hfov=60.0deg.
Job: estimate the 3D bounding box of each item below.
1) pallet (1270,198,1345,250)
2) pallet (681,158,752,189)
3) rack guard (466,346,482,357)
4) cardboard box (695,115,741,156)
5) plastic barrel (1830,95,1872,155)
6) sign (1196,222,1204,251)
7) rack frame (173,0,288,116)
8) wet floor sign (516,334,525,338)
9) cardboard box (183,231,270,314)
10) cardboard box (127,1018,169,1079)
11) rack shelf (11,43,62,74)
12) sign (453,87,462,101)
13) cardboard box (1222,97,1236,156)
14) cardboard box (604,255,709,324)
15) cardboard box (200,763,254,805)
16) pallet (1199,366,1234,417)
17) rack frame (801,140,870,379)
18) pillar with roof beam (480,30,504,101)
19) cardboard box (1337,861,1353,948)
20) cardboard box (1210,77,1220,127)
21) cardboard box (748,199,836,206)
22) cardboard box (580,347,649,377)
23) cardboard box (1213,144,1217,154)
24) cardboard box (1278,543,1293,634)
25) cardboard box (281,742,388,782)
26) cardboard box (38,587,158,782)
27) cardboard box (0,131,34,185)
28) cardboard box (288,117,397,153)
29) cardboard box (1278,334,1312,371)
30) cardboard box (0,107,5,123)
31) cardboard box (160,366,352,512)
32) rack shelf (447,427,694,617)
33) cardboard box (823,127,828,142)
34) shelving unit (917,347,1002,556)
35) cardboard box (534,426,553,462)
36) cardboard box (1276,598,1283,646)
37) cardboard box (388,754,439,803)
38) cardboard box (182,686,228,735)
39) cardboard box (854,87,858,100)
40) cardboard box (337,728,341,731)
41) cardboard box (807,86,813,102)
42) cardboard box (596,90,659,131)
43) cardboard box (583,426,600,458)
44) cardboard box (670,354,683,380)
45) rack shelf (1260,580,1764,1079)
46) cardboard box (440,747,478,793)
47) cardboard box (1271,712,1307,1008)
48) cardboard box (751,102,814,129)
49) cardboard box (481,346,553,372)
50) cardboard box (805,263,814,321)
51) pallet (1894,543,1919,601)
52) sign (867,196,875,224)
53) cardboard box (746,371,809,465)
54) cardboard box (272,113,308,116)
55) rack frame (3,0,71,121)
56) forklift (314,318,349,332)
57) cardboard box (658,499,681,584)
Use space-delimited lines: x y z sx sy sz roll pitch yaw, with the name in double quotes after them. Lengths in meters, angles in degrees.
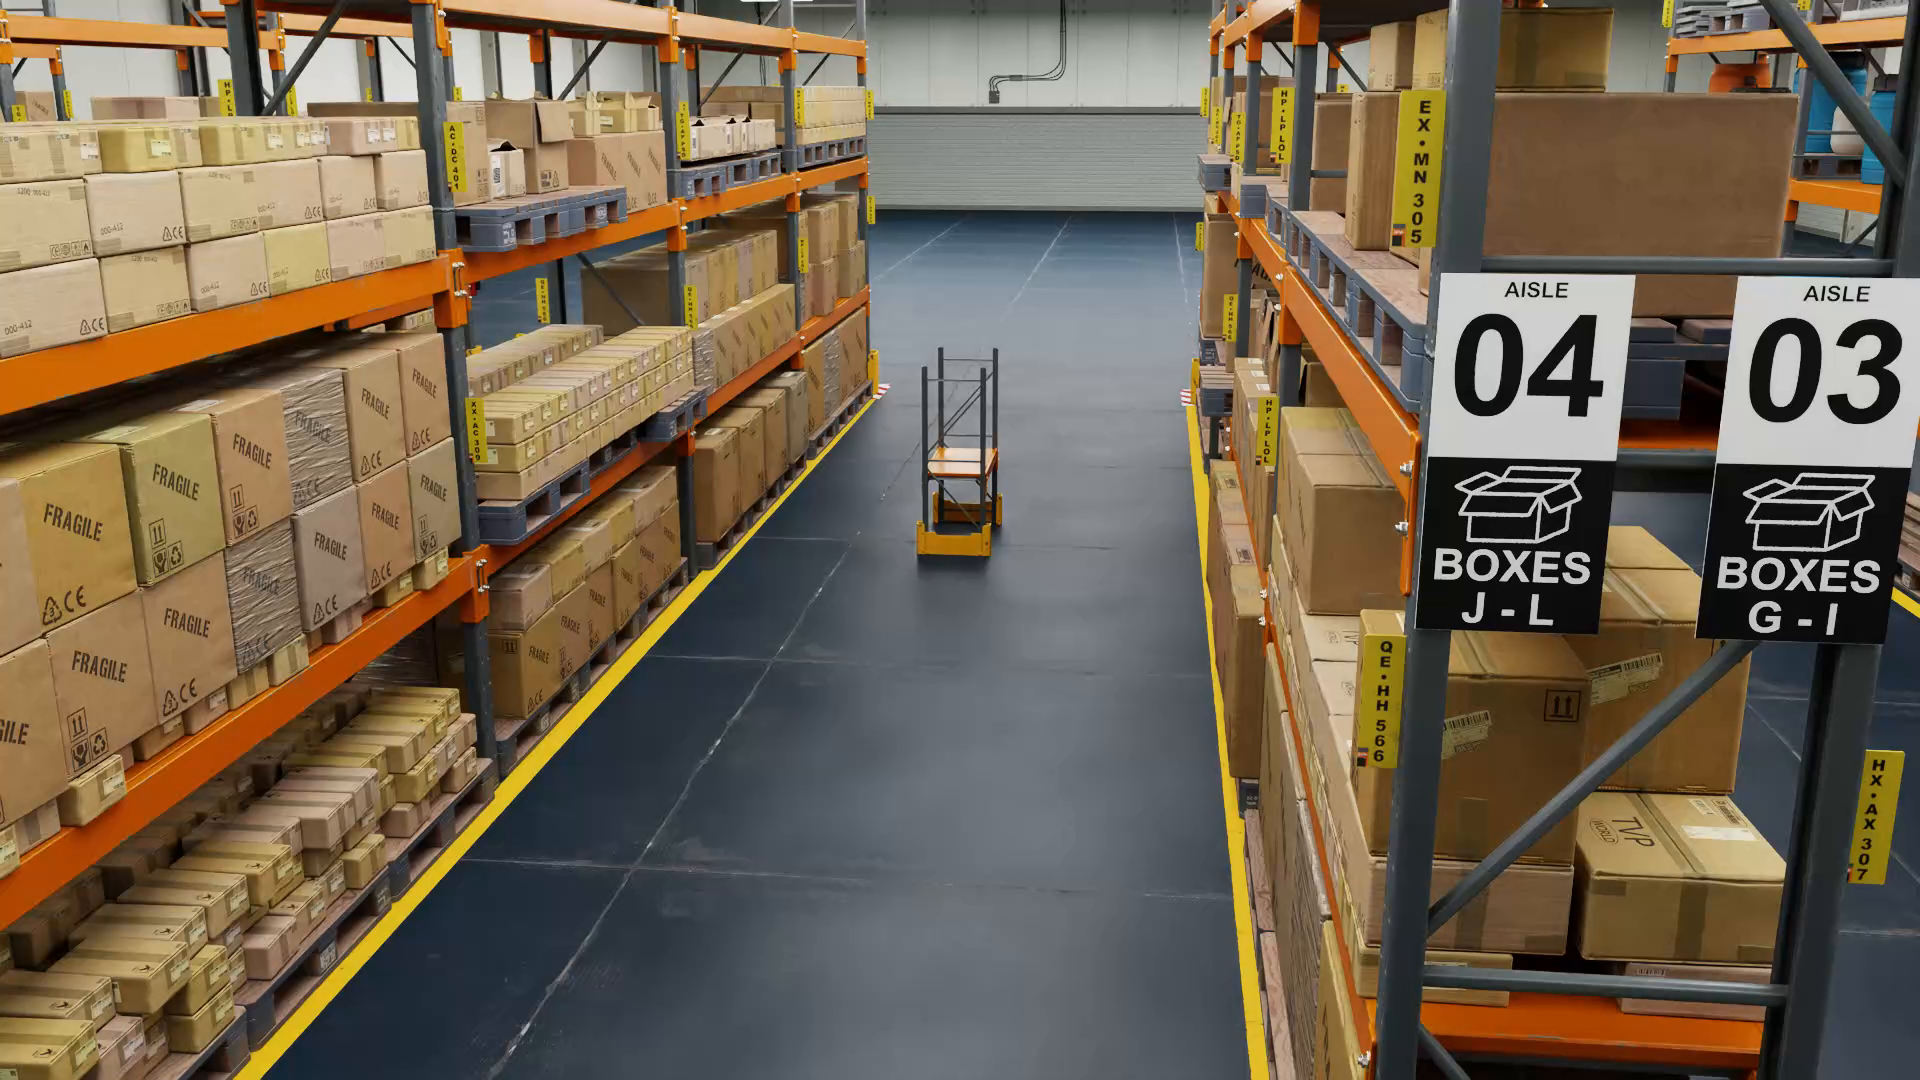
2.023 -1.564 8.318 0.805 0.209 1.217 1 15 4 "pallet"
-2.354 -2.994 13.604 1.003 0.211 1.213 2 15 9 "pallet"
-6.533 -2.147 20.643 1.175 0.500 0.348 2 15 6 "rack guard"
-2.082 -3.279 13.470 0.500 0.311 0.500 1 15 5 "cardboard box"
8.036 -3.708 14.865 0.421 0.512 0.421 0 15 0 "plastic barrel"
2.783 -3.515 19.256 0.100 0.325 0.005 2 15 6 "sign"
-6.975 -5.232 15.770 1.000 3.000 0.127 2 15 6 "rack frame"
-5.439 -2.254 20.763 0.267 0.644 0.232 7 17 25 "wet floor sign"
-2.917 -0.992 6.126 0.500 0.250 0.500 2 15 6 "cardboard box"
-3.053 1.808 5.885 0.380 0.149 0.250 2 15 7 "cardboard box"
-11.682 -5.355 18.372 1.077 0.370 4.000 2 15 6 "rack shelf"
-5.975 -5.227 19.803 0.100 0.325 0.005 2 15 6 "sign"
2.720 -3.625 14.574 0.797 0.503 0.637 1 15 3 "cardboard box"
-2.381 -1.957 13.045 0.700 0.500 0.500 1 15 5 "cardboard box"
-3.379 1.097 7.376 0.380 0.149 0.250 2 15 7 "cardboard box"
2.394 -1.102 12.357 1.213 0.211 1.003 2 15 6 "pallet"
-1.594 -3.253 19.947 1.000 3.000 0.127 2 15 6 "rack frame"
-6.122 -10.802 36.370 9.100 9.000 0.400 2 15 6 "pillar with roof beam"
1.258 1.020 4.623 0.380 0.149 0.250 2 15 7 "cardboard box"
2.887 -4.585 17.407 0.500 0.500 0.500 2 15 6 "cardboard box"
-1.843 -3.465 18.375 0.875 0.550 0.550 2 15 6 "cardboard box"
-2.216 -1.142 10.675 0.380 0.149 0.250 2 15 6 "cardboard box"
2.785 -3.813 16.557 0.500 0.250 0.500 2 15 6 "cardboard box"
1.594 0.203 6.882 0.500 0.250 0.500 2 15 6 "cardboard box"
-2.847 1.042 7.578 0.380 0.149 0.250 2 15 8 "cardboard box"
-3.039 0.457 5.466 0.500 0.500 0.500 2 15 6 "cardboard box"
-2.987 -1.124 4.892 0.380 0.149 0.250 2 15 6 "cardboard box"
-2.732 -1.792 7.363 0.380 0.149 0.250 2 15 8 "cardboard box"
2.121 -0.845 8.927 0.797 0.503 0.637 2 15 7 "cardboard box"
-7.319 -2.897 11.879 0.797 0.503 0.637 1 15 3 "cardboard box"
-2.858 -0.419 6.789 0.500 0.500 0.500 2 15 8 "cardboard box"
-2.723 -0.313 10.450 1.077 0.370 4.000 2 15 6 "rack shelf"
-1.554 -4.142 16.973 0.380 0.149 0.250 1 15 5 "cardboard box"
0.009 -0.744 13.539 0.587 1.500 1.083 2 15 6 "shelving unit"
-2.420 -0.522 8.953 0.380 0.149 0.250 1 15 5 "cardboard box"
1.546 0.356 7.081 0.380 0.149 0.250 2 15 8 "cardboard box"
-2.699 1.120 7.859 0.380 0.149 0.250 1 15 4 "cardboard box"
-2.962 0.604 6.164 0.380 0.149 0.250 1 15 5 "cardboard box"
-1.354 -4.988 18.572 0.380 0.149 0.250 2 15 7 "cardboard box"
-3.307 0.973 8.403 0.380 0.149 0.250 2 15 9 "cardboard box"
-1.639 -4.329 16.137 0.380 0.149 0.250 2 15 6 "cardboard box"
-2.284 -2.932 11.353 0.396 0.266 0.258 2 15 6 "cardboard box"
-2.332 -0.579 9.734 0.380 0.149 0.250 1 15 4 "cardboard box"
-2.129 -1.193 11.434 0.380 0.149 0.250 2 15 8 "cardboard box"
1.743 0.897 5.976 1.077 0.370 4.000 2 15 6 "rack shelf"
-2.654 1.144 8.342 0.380 0.149 0.250 2 15 7 "cardboard box"
1.713 1.256 6.535 0.875 0.875 0.875 2 15 6 "cardboard box"
-1.712 -4.105 16.071 0.500 0.250 0.500 2 15 7 "cardboard box"
-2.860 -1.161 10.746 0.380 0.149 0.250 2 15 9 "cardboard box"
-1.976 -2.528 16.976 0.875 0.550 0.550 2 15 6 "cardboard box"
7.467 0.286 12.200 1.003 0.211 1.213 2 15 6 "pallet"
-1.057 -3.907 19.693 0.100 0.325 0.005 2 15 6 "sign"
-2.026 -1.169 15.744 1.050 0.750 0.750 2 15 6 "cardboard box"
-6.616 -4.119 16.357 0.380 0.149 0.250 1 15 5 "cardboard box"
-11.457 -6.414 20.144 1.000 3.000 0.127 2 15 6 "rack frame"
-4.994 -1.214 12.536 1.130 2.935 3.031 1 15 5 "forklift"
-2.311 0.004 11.886 0.500 0.500 0.500 2 15 6 "cardboard box"
